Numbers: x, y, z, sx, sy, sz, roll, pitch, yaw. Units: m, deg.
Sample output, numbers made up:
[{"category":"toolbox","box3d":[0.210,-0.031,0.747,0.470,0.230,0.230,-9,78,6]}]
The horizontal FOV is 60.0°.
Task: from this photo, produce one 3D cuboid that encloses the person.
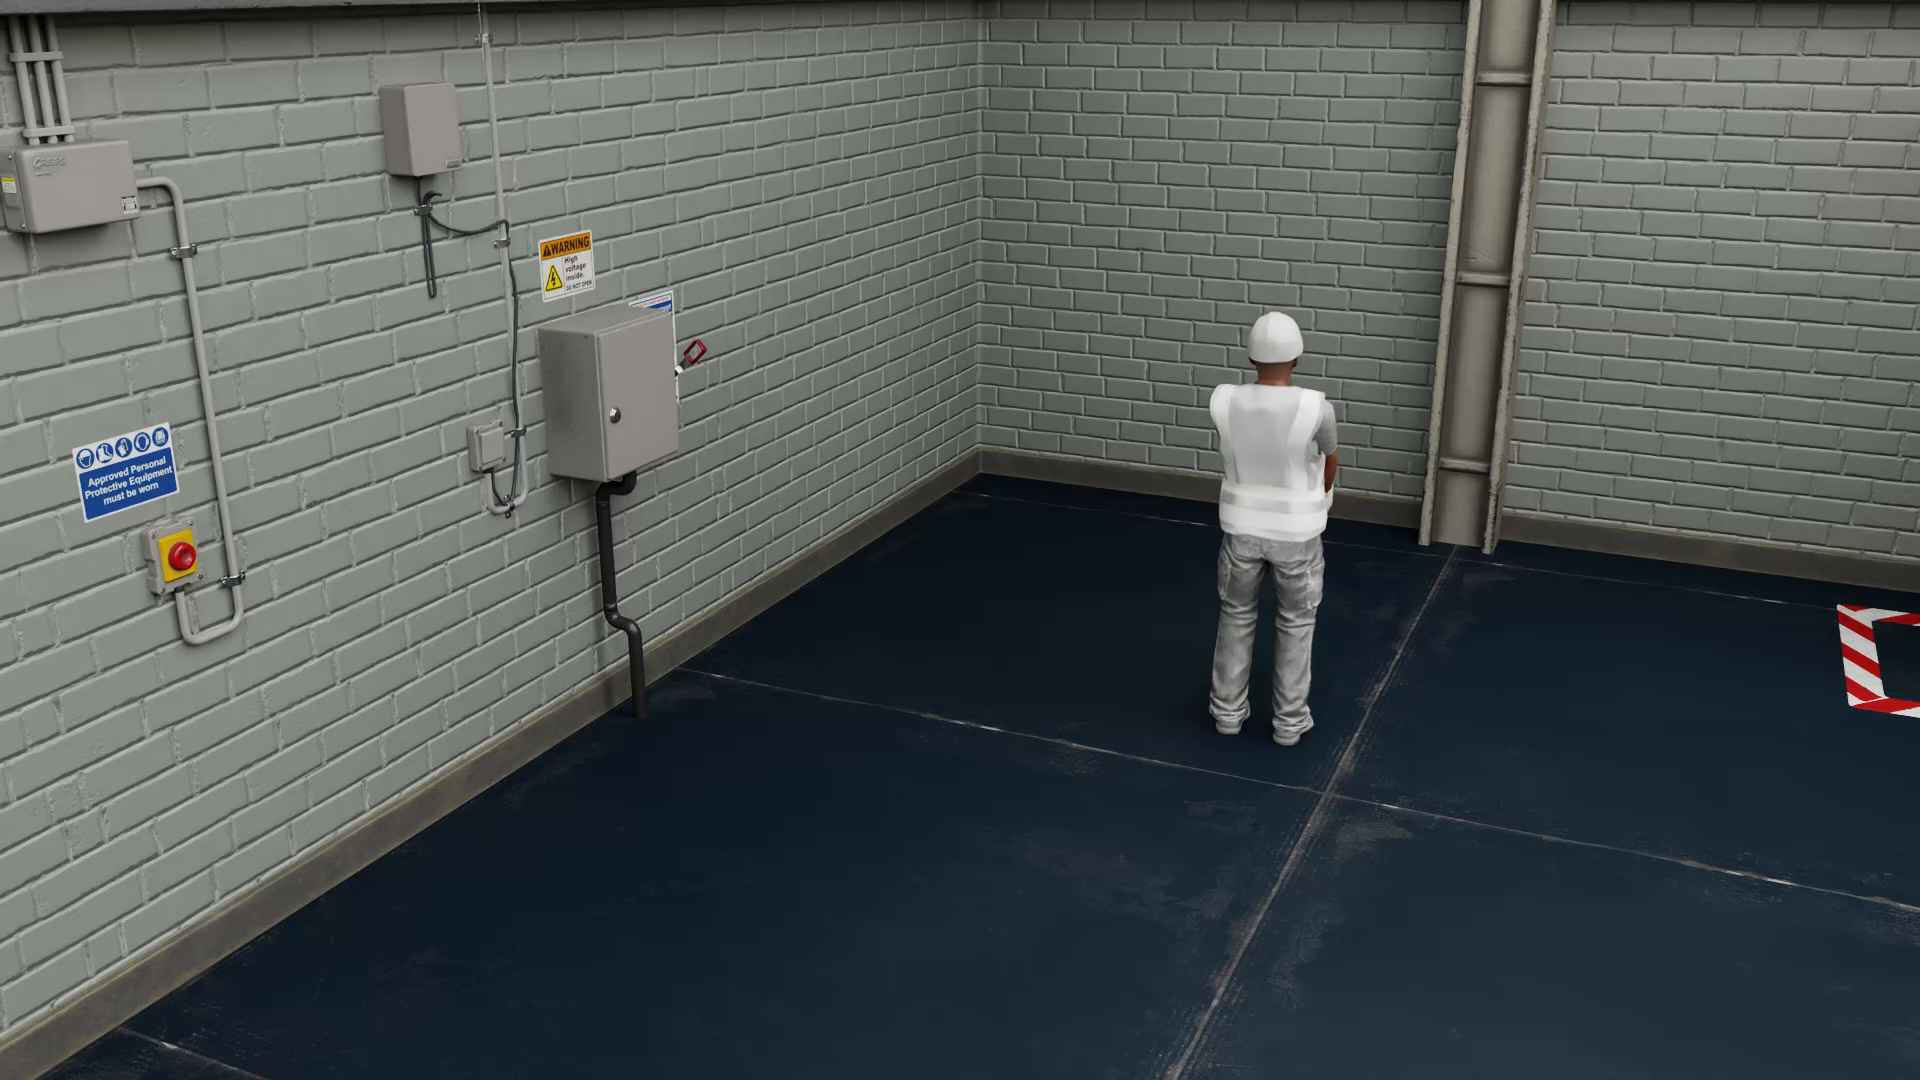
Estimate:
[{"category":"person","box3d":[1.279,-0.075,6.746,0.518,1.788,0.560,8,20,23]}]
